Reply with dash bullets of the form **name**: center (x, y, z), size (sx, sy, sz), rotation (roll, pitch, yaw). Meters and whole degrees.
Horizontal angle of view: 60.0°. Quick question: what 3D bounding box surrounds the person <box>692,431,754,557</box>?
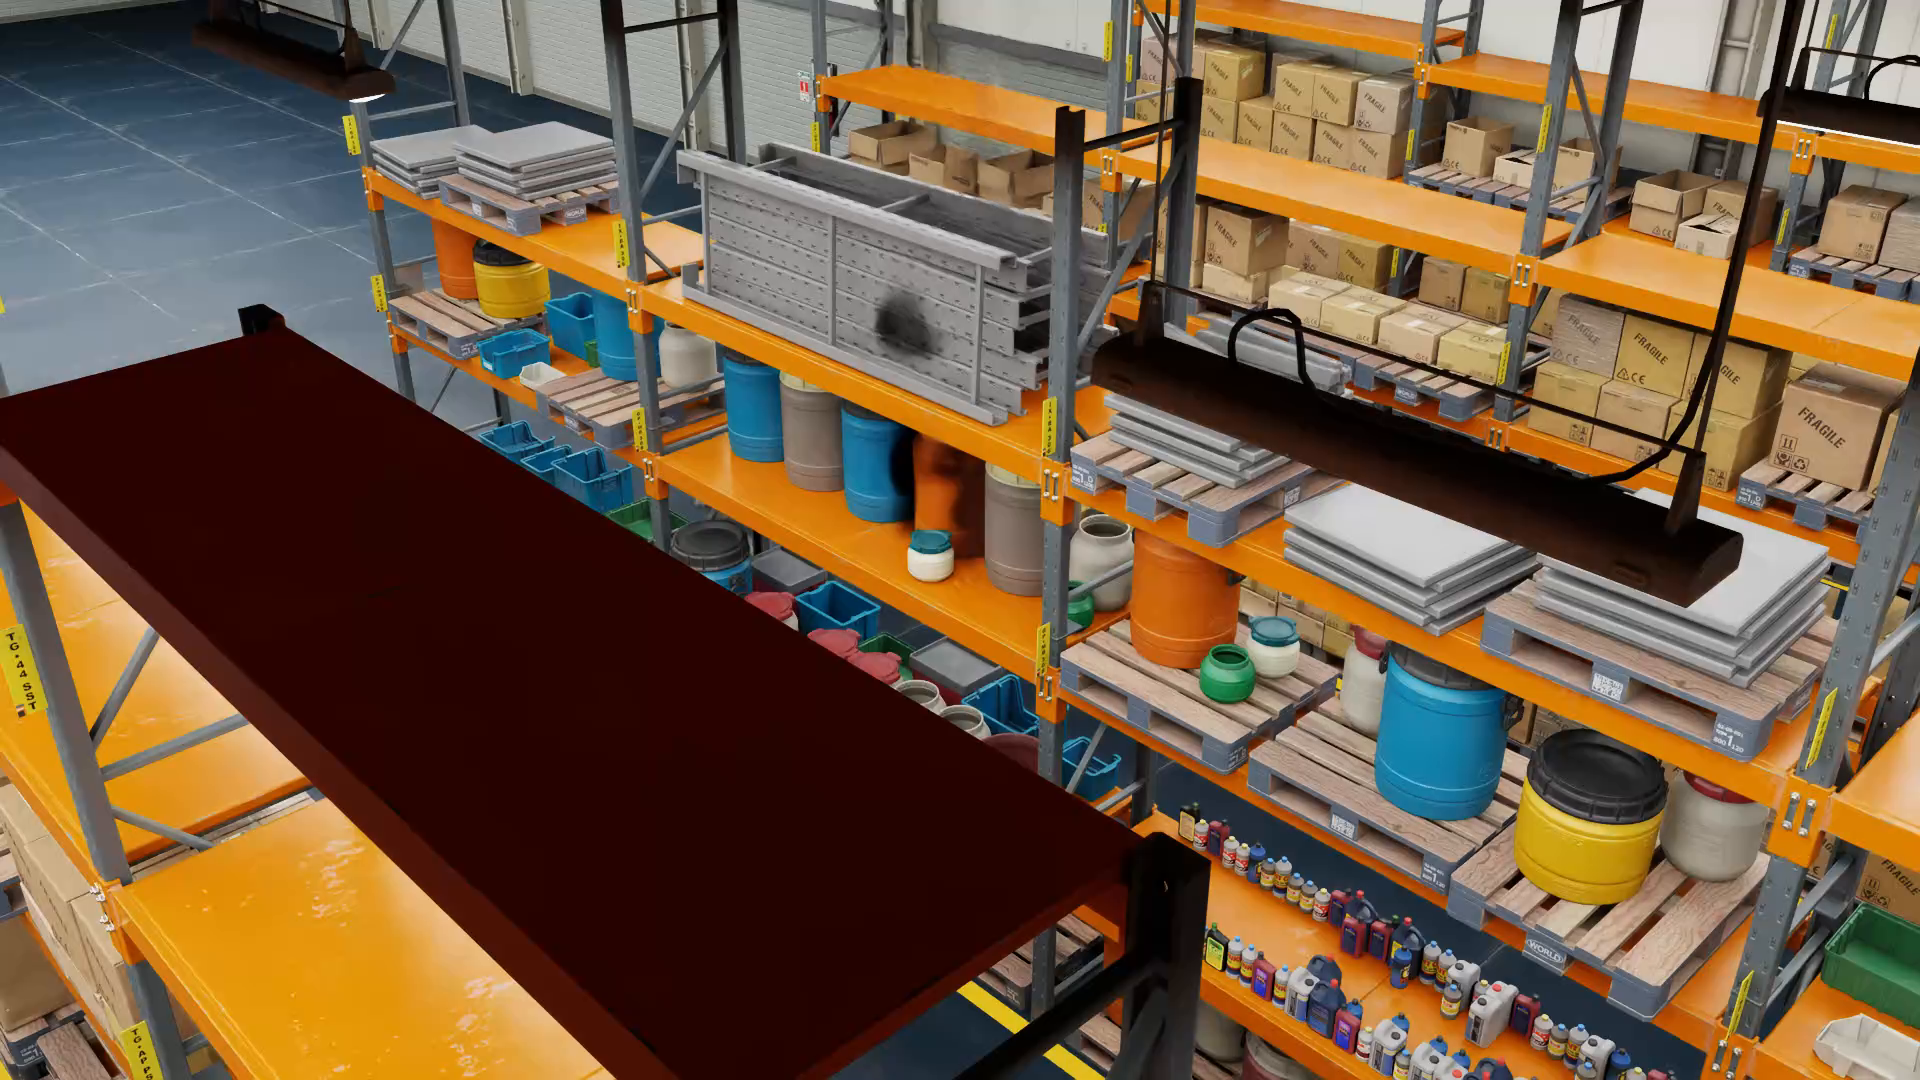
- **person**: center (-2.210, -0.327, 15.719), size (0.652, 1.650, 0.620), rotation (17, 33, 29)
